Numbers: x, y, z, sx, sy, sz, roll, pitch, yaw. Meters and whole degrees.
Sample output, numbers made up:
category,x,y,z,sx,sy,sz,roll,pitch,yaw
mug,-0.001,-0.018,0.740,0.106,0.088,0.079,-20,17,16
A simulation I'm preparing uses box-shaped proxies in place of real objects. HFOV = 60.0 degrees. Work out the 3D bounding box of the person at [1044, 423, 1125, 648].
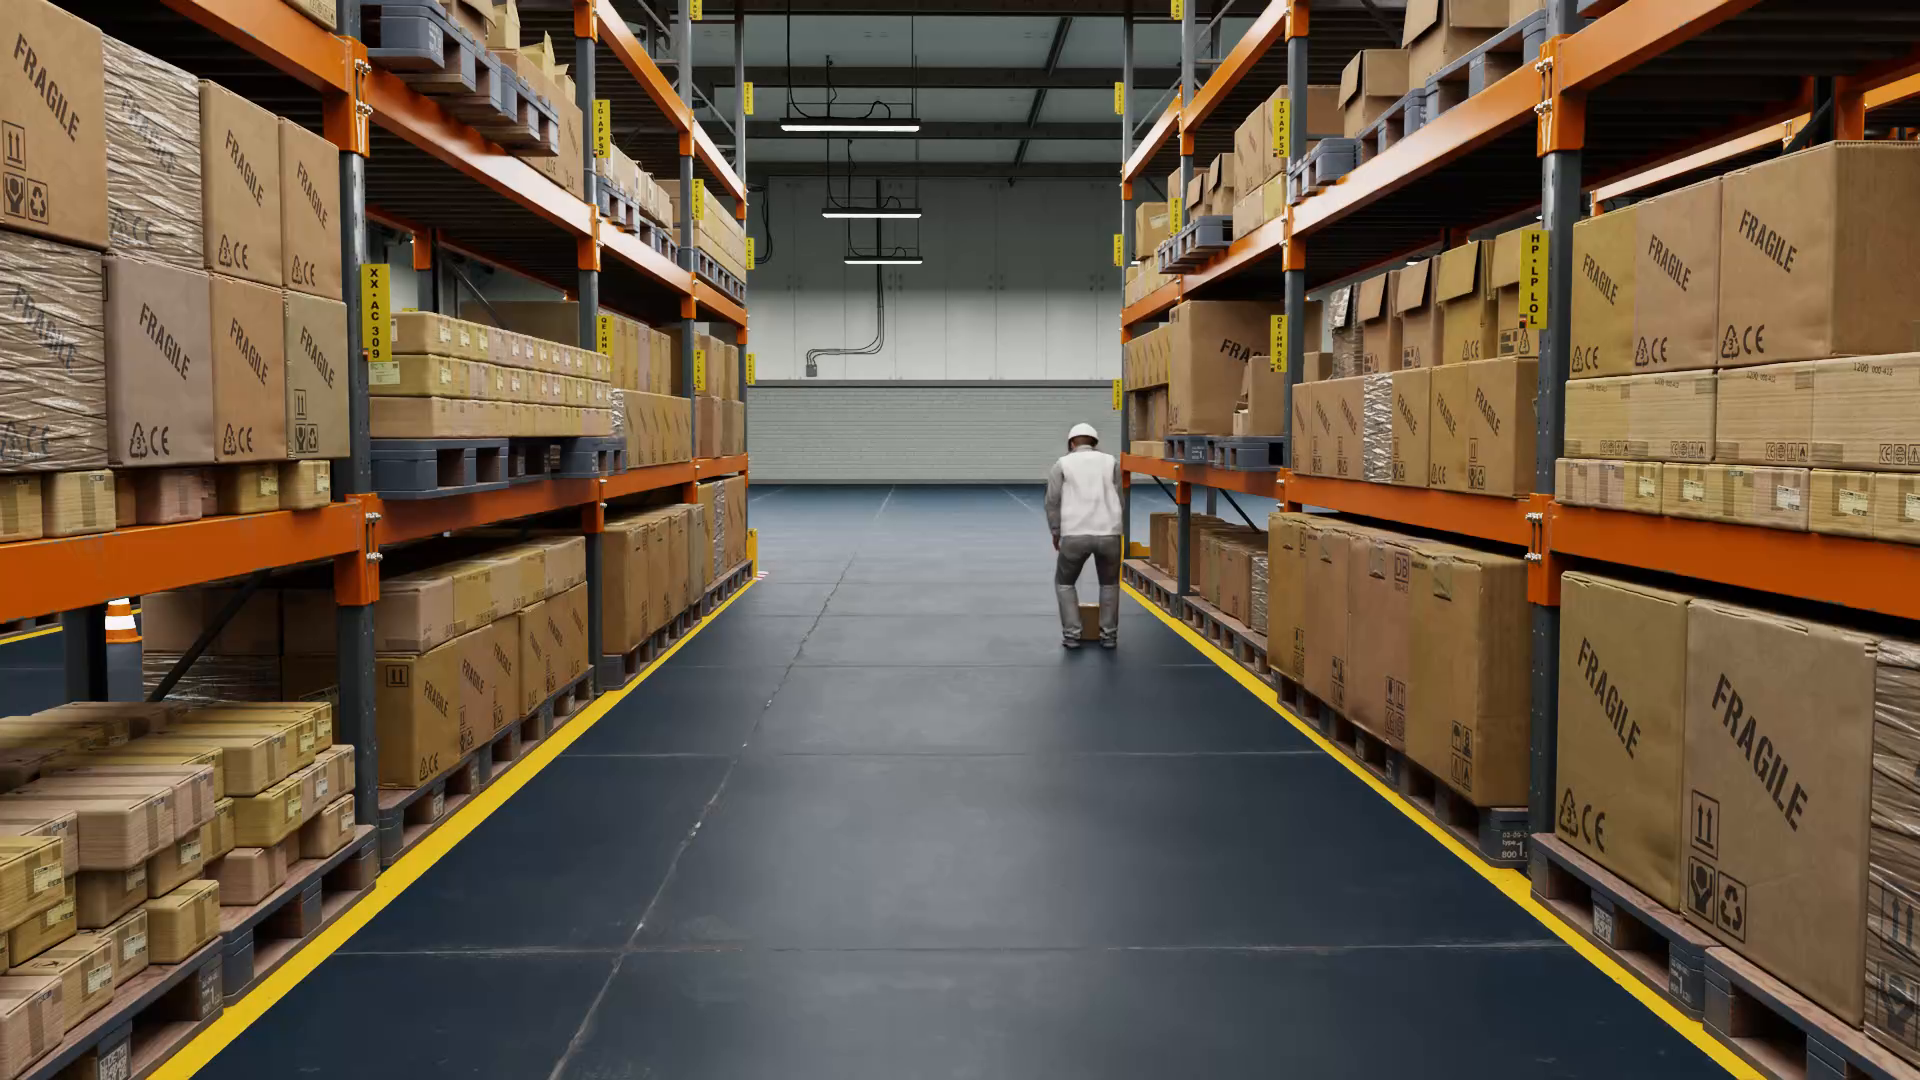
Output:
category,x,y,z,sx,sy,sz,roll,pitch,yaw
person,0.899,-0.036,11.943,0.583,1.607,0.627,0,4,-1
